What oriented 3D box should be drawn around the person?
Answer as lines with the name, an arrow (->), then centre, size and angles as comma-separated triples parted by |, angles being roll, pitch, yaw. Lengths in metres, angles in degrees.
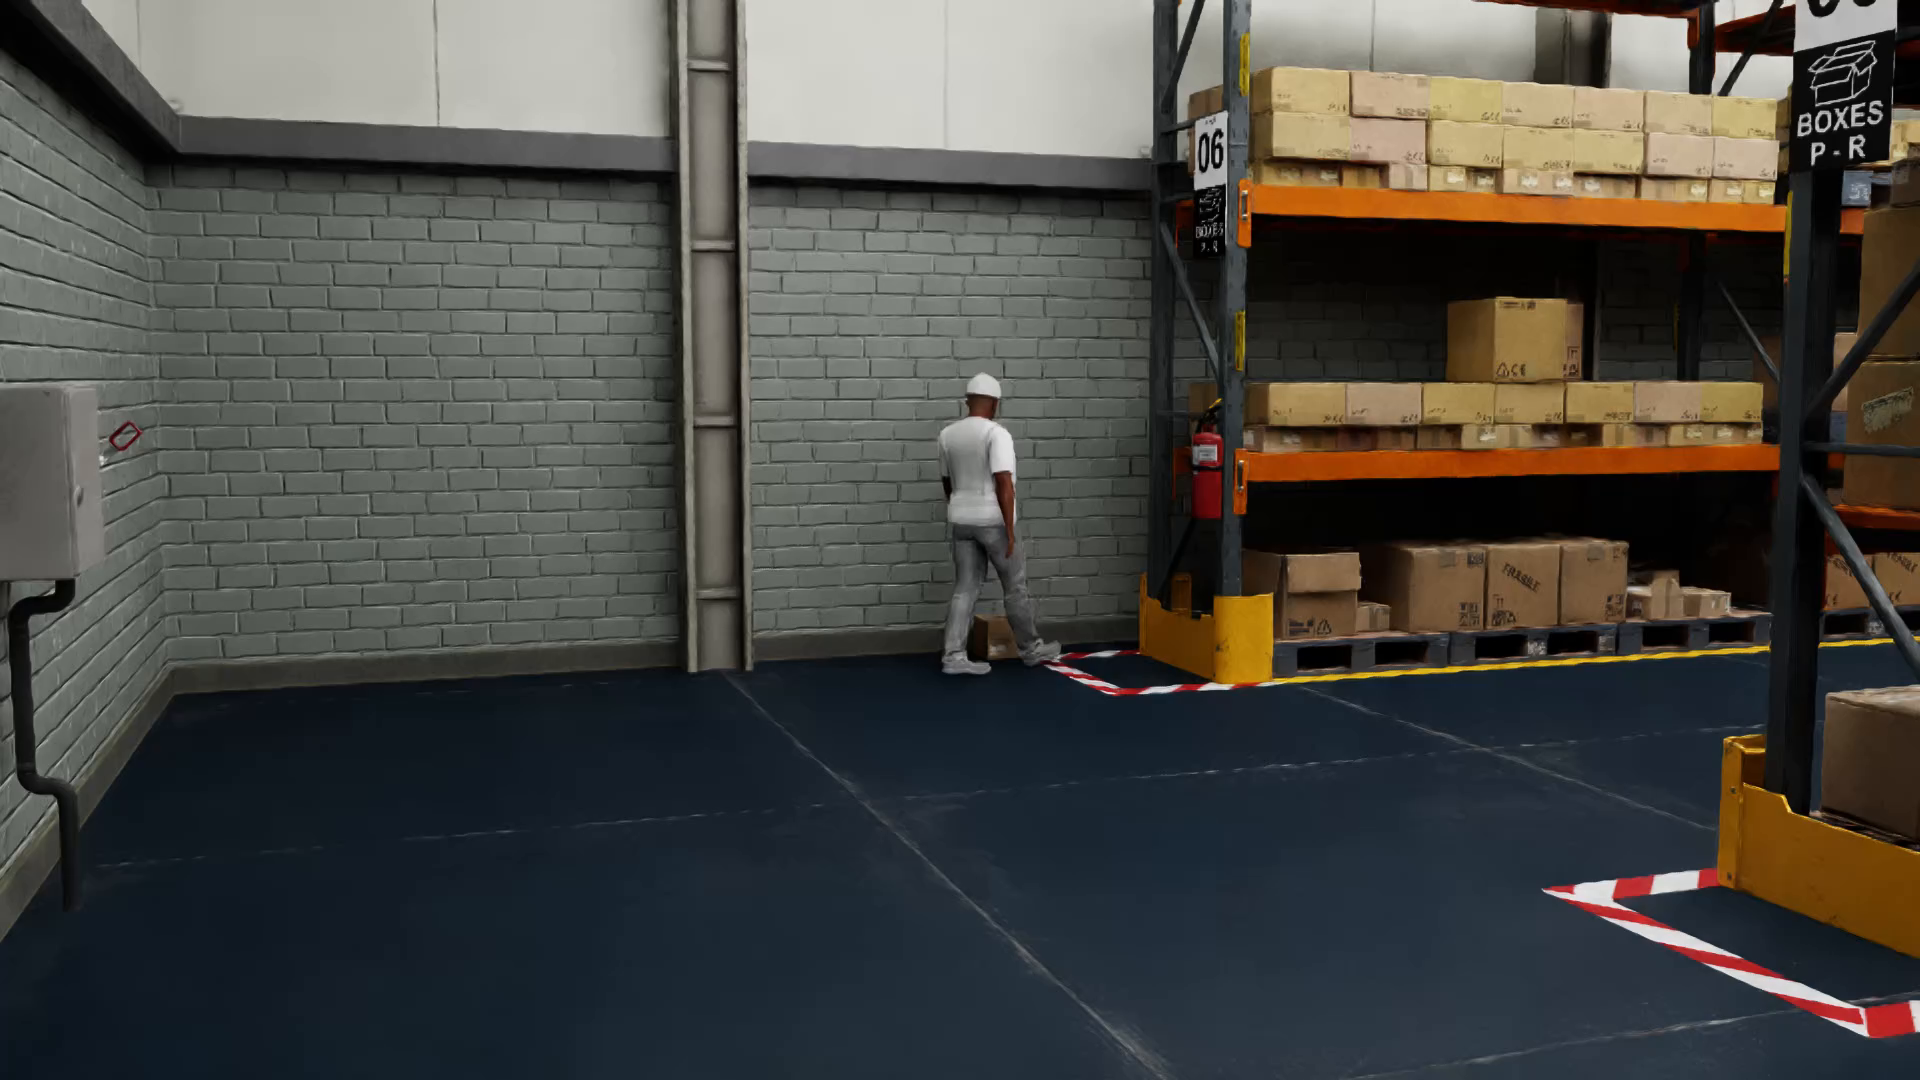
person -> 0.142, -0.116, 9.718 | 0.603, 1.637, 0.692 | 5, 7, 38
